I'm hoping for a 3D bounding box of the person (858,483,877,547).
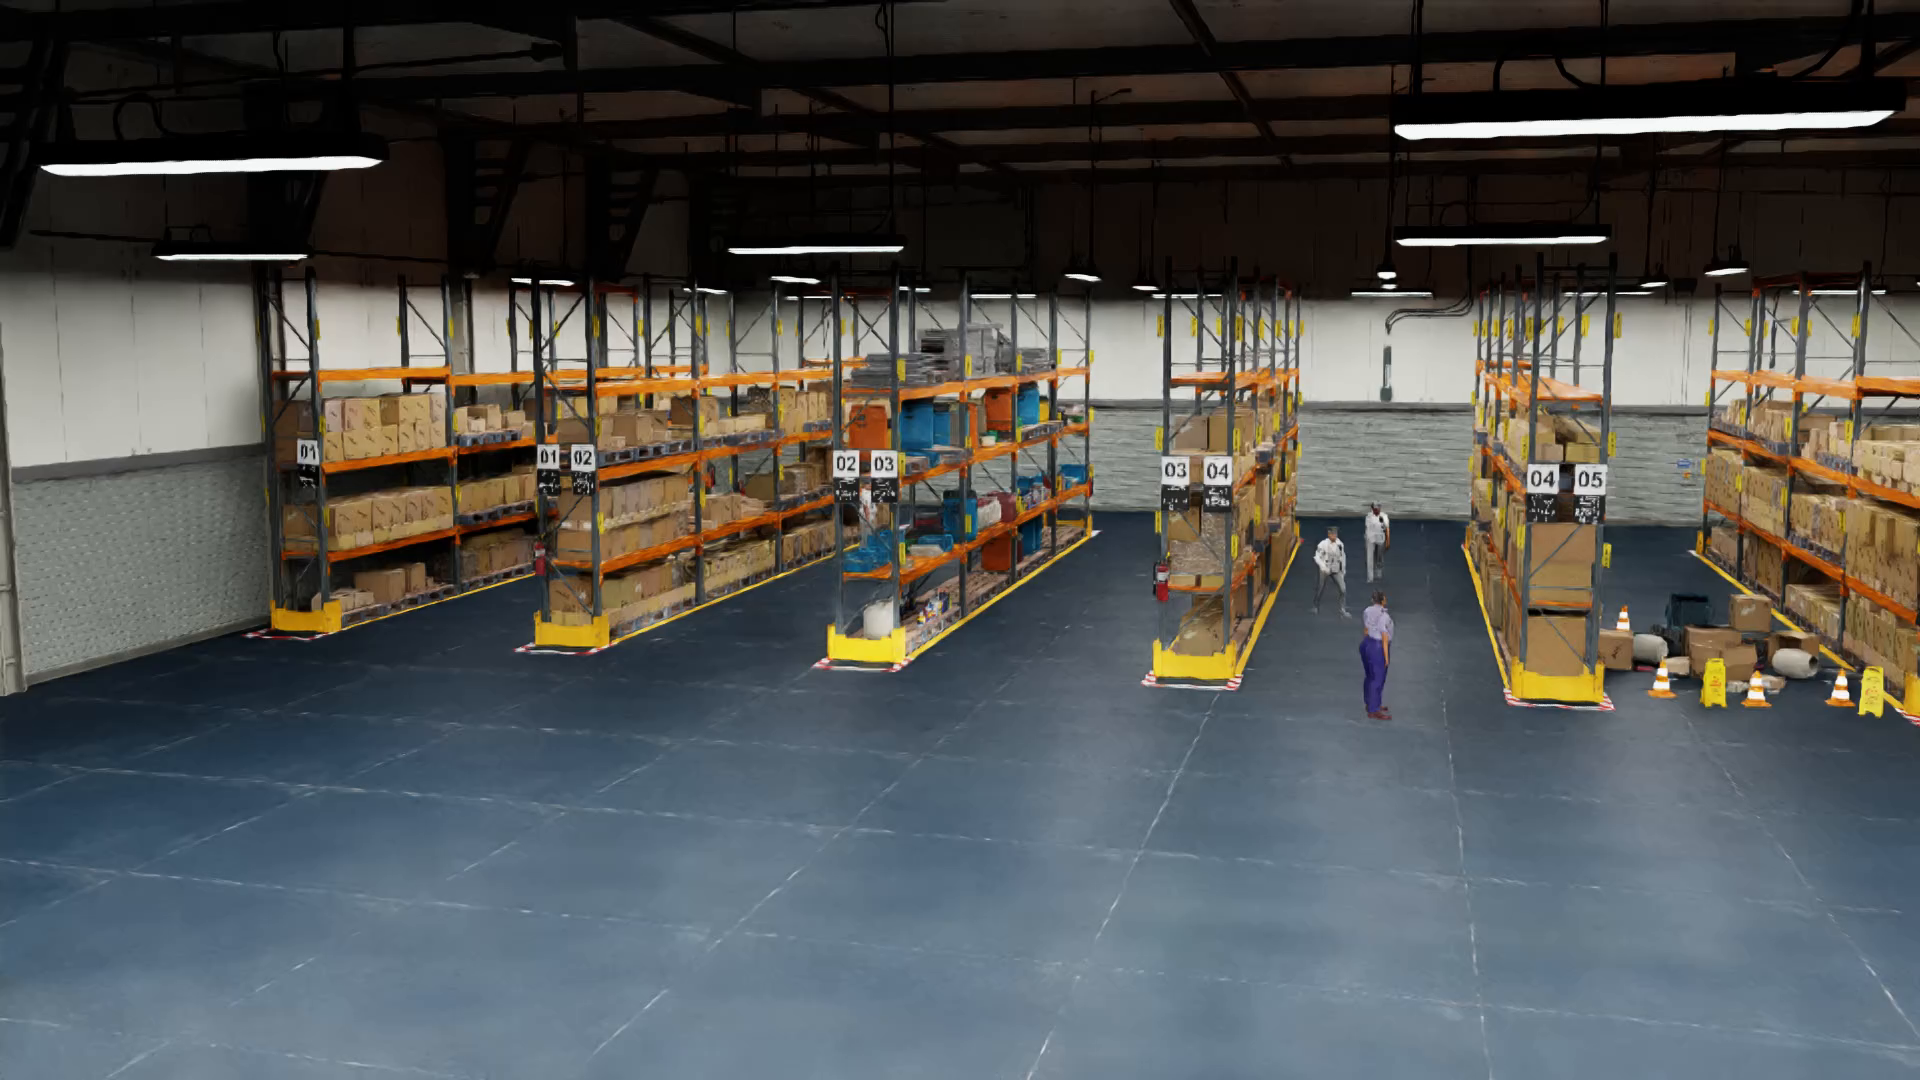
[{"bbox_3d":[-2.003,-0.488,36.262,0.421,1.765,0.647,0,7,-4],"label":"person"}]

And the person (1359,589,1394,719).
[{"bbox_3d":[5.426,1.500,21.556,0.429,1.557,0.531,-2,8,-16],"label":"person"}]

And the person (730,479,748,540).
[{"bbox_3d":[-4.928,-0.555,37.273,0.542,1.645,1.126,2,8,17],"label":"person"}]

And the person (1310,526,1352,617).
[{"bbox_3d":[6.462,0.525,29.013,0.635,1.606,0.807,0,7,-2],"label":"person"}]

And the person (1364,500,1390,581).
[{"bbox_3d":[8.307,0.007,33.130,0.493,1.600,0.991,2,7,14],"label":"person"}]
